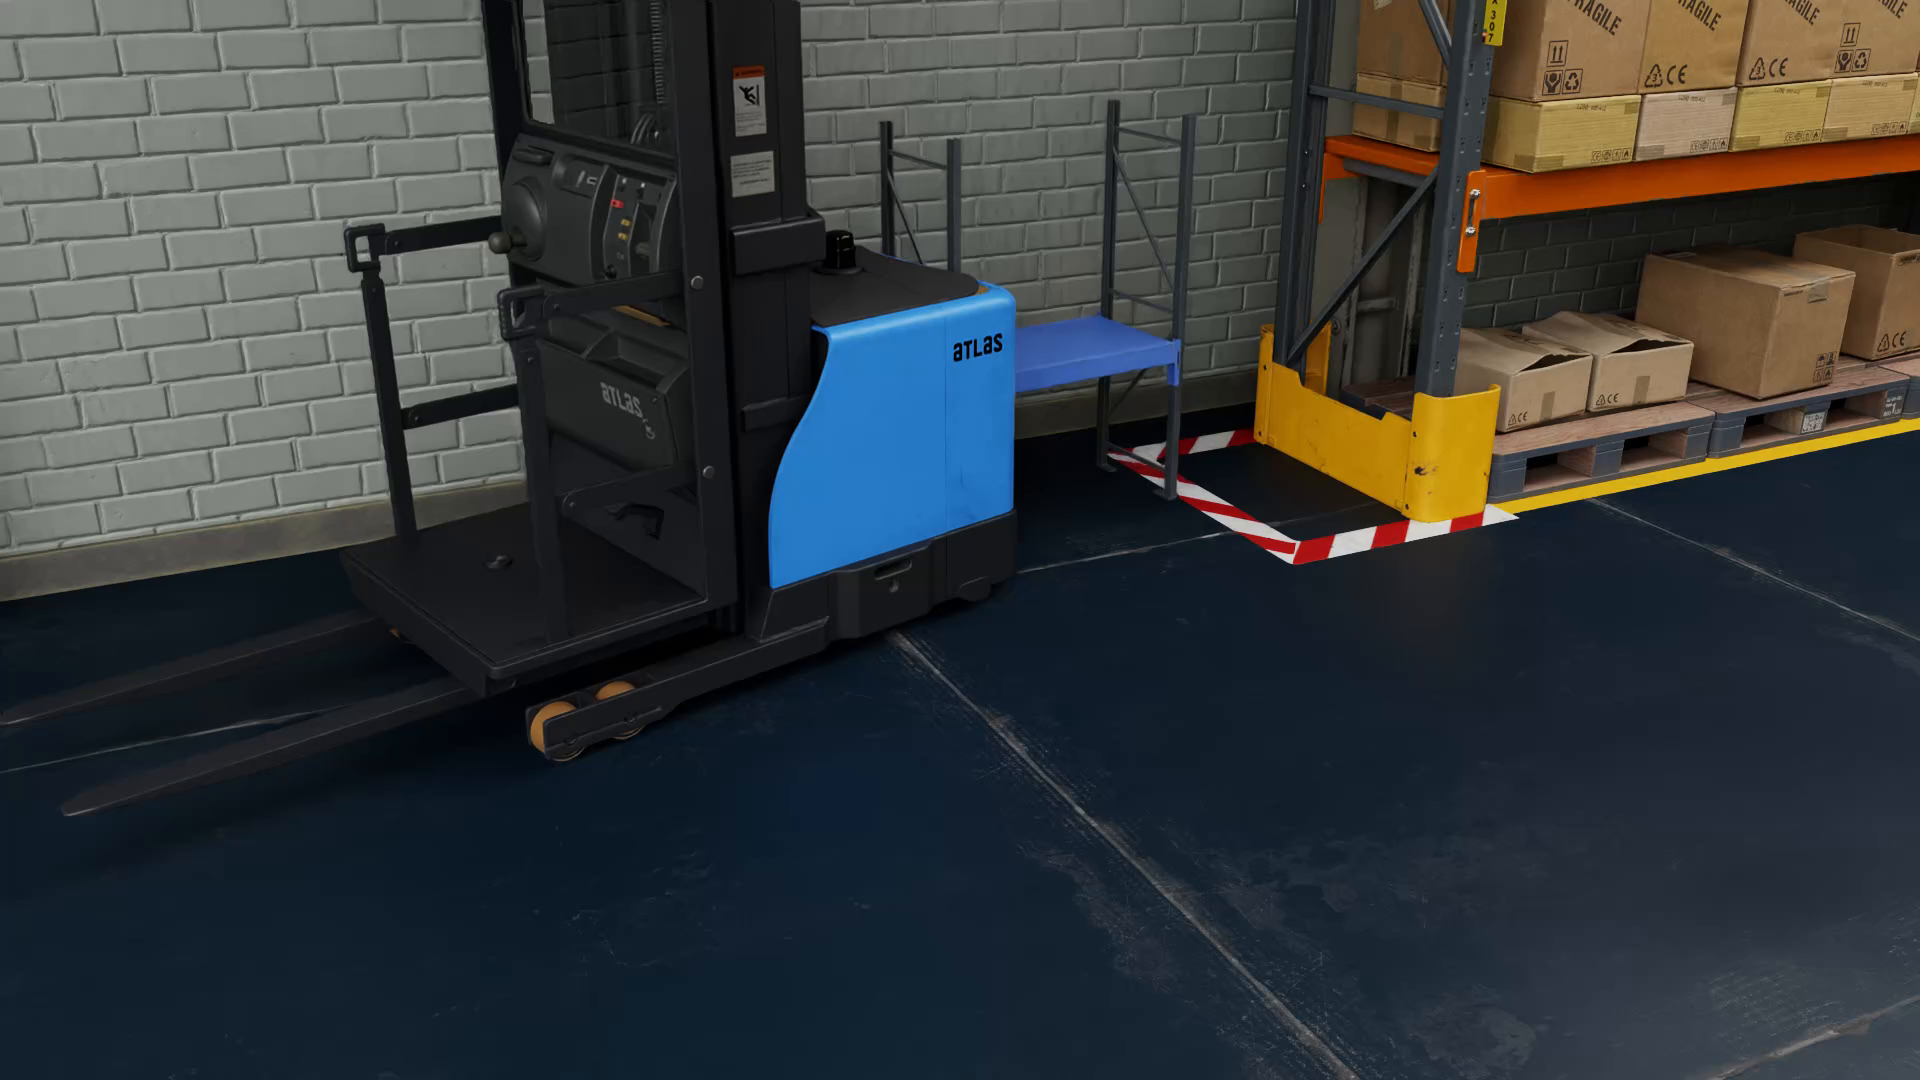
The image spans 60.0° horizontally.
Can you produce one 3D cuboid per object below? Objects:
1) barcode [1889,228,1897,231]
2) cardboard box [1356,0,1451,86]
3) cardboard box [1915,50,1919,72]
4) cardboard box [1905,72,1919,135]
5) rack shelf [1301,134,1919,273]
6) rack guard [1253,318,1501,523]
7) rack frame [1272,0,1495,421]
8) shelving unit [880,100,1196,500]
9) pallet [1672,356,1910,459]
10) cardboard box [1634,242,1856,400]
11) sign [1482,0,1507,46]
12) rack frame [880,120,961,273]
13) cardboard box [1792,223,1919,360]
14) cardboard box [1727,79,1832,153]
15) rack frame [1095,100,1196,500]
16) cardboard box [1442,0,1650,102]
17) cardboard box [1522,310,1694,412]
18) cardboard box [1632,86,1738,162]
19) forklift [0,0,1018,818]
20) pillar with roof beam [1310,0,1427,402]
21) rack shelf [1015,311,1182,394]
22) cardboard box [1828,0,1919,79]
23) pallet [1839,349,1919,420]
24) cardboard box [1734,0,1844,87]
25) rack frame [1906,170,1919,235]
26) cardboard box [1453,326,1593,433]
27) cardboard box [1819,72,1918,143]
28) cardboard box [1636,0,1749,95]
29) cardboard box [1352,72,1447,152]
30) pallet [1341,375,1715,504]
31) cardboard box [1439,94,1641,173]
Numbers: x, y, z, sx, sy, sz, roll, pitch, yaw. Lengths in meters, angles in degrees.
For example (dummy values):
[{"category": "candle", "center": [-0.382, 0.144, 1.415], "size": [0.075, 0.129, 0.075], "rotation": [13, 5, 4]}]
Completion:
[{"category": "barcode", "center": [4.625, -1.514, 8.260], "size": [0.075, 0.075, 0.001], "rotation": [-10, 25, -24]}, {"category": "cardboard box", "center": [1.944, -2.099, 6.588], "size": [0.500, 0.500, 0.500], "rotation": [-11, 25, -24]}, {"category": "cardboard box", "center": [4.018, -2.261, 6.980], "size": [0.500, 0.500, 0.500], "rotation": [-11, 25, -25]}, {"category": "cardboard box", "center": [4.022, -1.913, 7.119], "size": [0.500, 0.250, 0.500], "rotation": [-11, 25, -24]}, {"category": "rack shelf", "center": [3.414, -1.660, 7.280], "size": [4.000, 0.370, 1.077], "rotation": [-10, 25, -24]}, {"category": "rack guard", "center": [1.680, -0.519, 6.849], "size": [0.348, 0.500, 1.175], "rotation": [-10, 25, -24]}, {"category": "rack frame", "center": [1.612, -1.661, 6.341], "size": [0.127, 3.000, 1.000], "rotation": [-10, 25, -24]}, {"category": "shelving unit", "center": [0.288, -0.832, 6.298], "size": [1.048, 1.500, 0.538], "rotation": [-14, 26, -30]}, {"category": "pallet", "center": [3.525, -0.709, 7.686], "size": [1.213, 0.211, 1.003], "rotation": [-10, 25, -24]}, {"category": "cardboard box", "center": [3.471, -0.992, 7.418], "size": [0.500, 0.500, 0.700], "rotation": [-12, 25, -27]}, {"category": "sign", "center": [1.847, -1.874, 5.723], "size": [0.005, 0.325, 0.100], "rotation": [-10, 25, -24]}, {"category": "rack frame", "center": [-0.141, -0.728, 6.048], "size": [0.032, 1.500, 0.500], "rotation": [-14, 26, -30]}, {"category": "cardboard box", "center": [4.298, -1.187, 7.888], "size": [0.500, 0.500, 0.500], "rotation": [-12, 26, -28]}, {"category": "cardboard box", "center": [3.112, -1.746, 6.716], "size": [0.500, 0.250, 0.500], "rotation": [-11, 25, -24]}, {"category": "rack frame", "center": [0.718, -0.936, 6.549], "size": [0.032, 1.500, 0.500], "rotation": [-14, 26, -30]}, {"category": "cardboard box", "center": [2.172, -1.923, 6.163], "size": [0.500, 0.500, 0.500], "rotation": [-10, 25, -24]}, {"category": "cardboard box", "center": [2.788, -0.800, 7.202], "size": [0.500, 0.311, 0.500], "rotation": [-8, 24, -19]}, {"category": "cardboard box", "center": [2.651, -1.663, 6.517], "size": [0.500, 0.250, 0.500], "rotation": [-11, 25, -25]}, {"category": "forklift", "center": [-1.247, -0.951, 4.716], "size": [3.031, 2.935, 1.130], "rotation": [-18, 29, -37]}, {"category": "pillar with roof beam", "center": [3.734, -3.363, 2.610], "size": [0.400, 9.000, 9.100], "rotation": [-10, 25, -24]}, {"category": "rack shelf", "center": [0.288, -0.666, 6.367], "size": [1.000, 0.185, 0.538], "rotation": [-14, 26, -30]}, {"category": "cardboard box", "center": [3.550, -2.175, 6.771], "size": [0.500, 0.500, 0.500], "rotation": [-10, 24, -22]}, {"category": "pallet", "center": [4.626, -0.912, 8.178], "size": [1.213, 0.211, 1.003], "rotation": [-10, 25, -24]}, {"category": "cardboard box", "center": [3.090, -2.085, 6.555], "size": [0.500, 0.500, 0.500], "rotation": [-11, 25, -25]}, {"category": "rack frame", "center": [5.216, -2.324, 7.944], "size": [0.127, 3.000, 1.000], "rotation": [-10, 25, -24]}, {"category": "cardboard box", "center": [2.274, -0.706, 6.973], "size": [0.500, 0.311, 0.500], "rotation": [-14, 26, -30]}, {"category": "cardboard box", "center": [3.569, -1.829, 6.917], "size": [0.500, 0.250, 0.500], "rotation": [-10, 25, -23]}, {"category": "cardboard box", "center": [2.622, -2.002, 6.353], "size": [0.500, 0.500, 0.500], "rotation": [-10, 25, -23]}, {"category": "cardboard box", "center": [1.949, -1.745, 6.714], "size": [0.500, 0.250, 0.500], "rotation": [-10, 25, -23]}, {"category": "pallet", "center": [2.427, -0.508, 7.201], "size": [1.213, 0.211, 1.003], "rotation": [-10, 25, -24]}, {"category": "cardboard box", "center": [2.189, -1.572, 6.297], "size": [0.500, 0.250, 0.500], "rotation": [-11, 25, -25]}]
